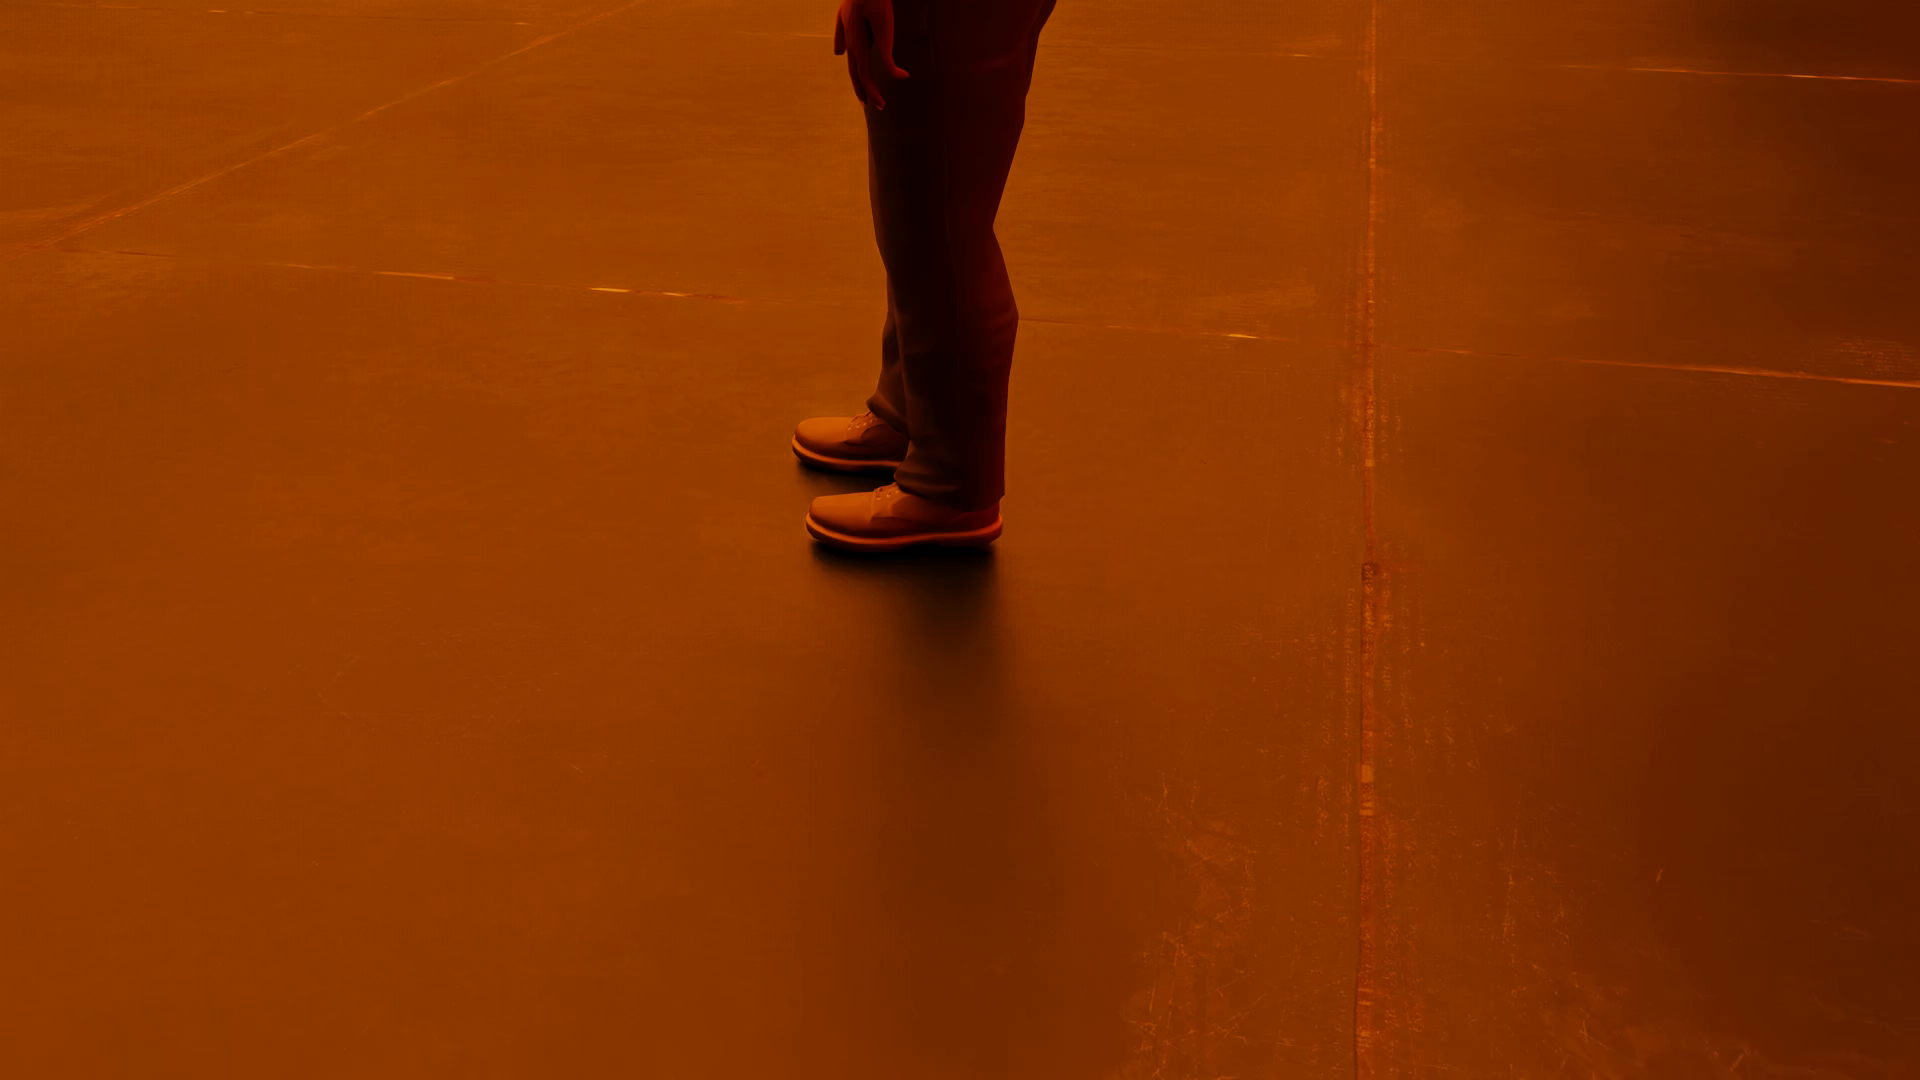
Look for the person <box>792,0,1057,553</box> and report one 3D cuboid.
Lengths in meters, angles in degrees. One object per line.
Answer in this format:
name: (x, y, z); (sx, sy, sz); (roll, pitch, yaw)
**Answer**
person: (-0.081, -0.762, 2.159); (0.504, 1.654, 0.569); (6, 27, 11)
